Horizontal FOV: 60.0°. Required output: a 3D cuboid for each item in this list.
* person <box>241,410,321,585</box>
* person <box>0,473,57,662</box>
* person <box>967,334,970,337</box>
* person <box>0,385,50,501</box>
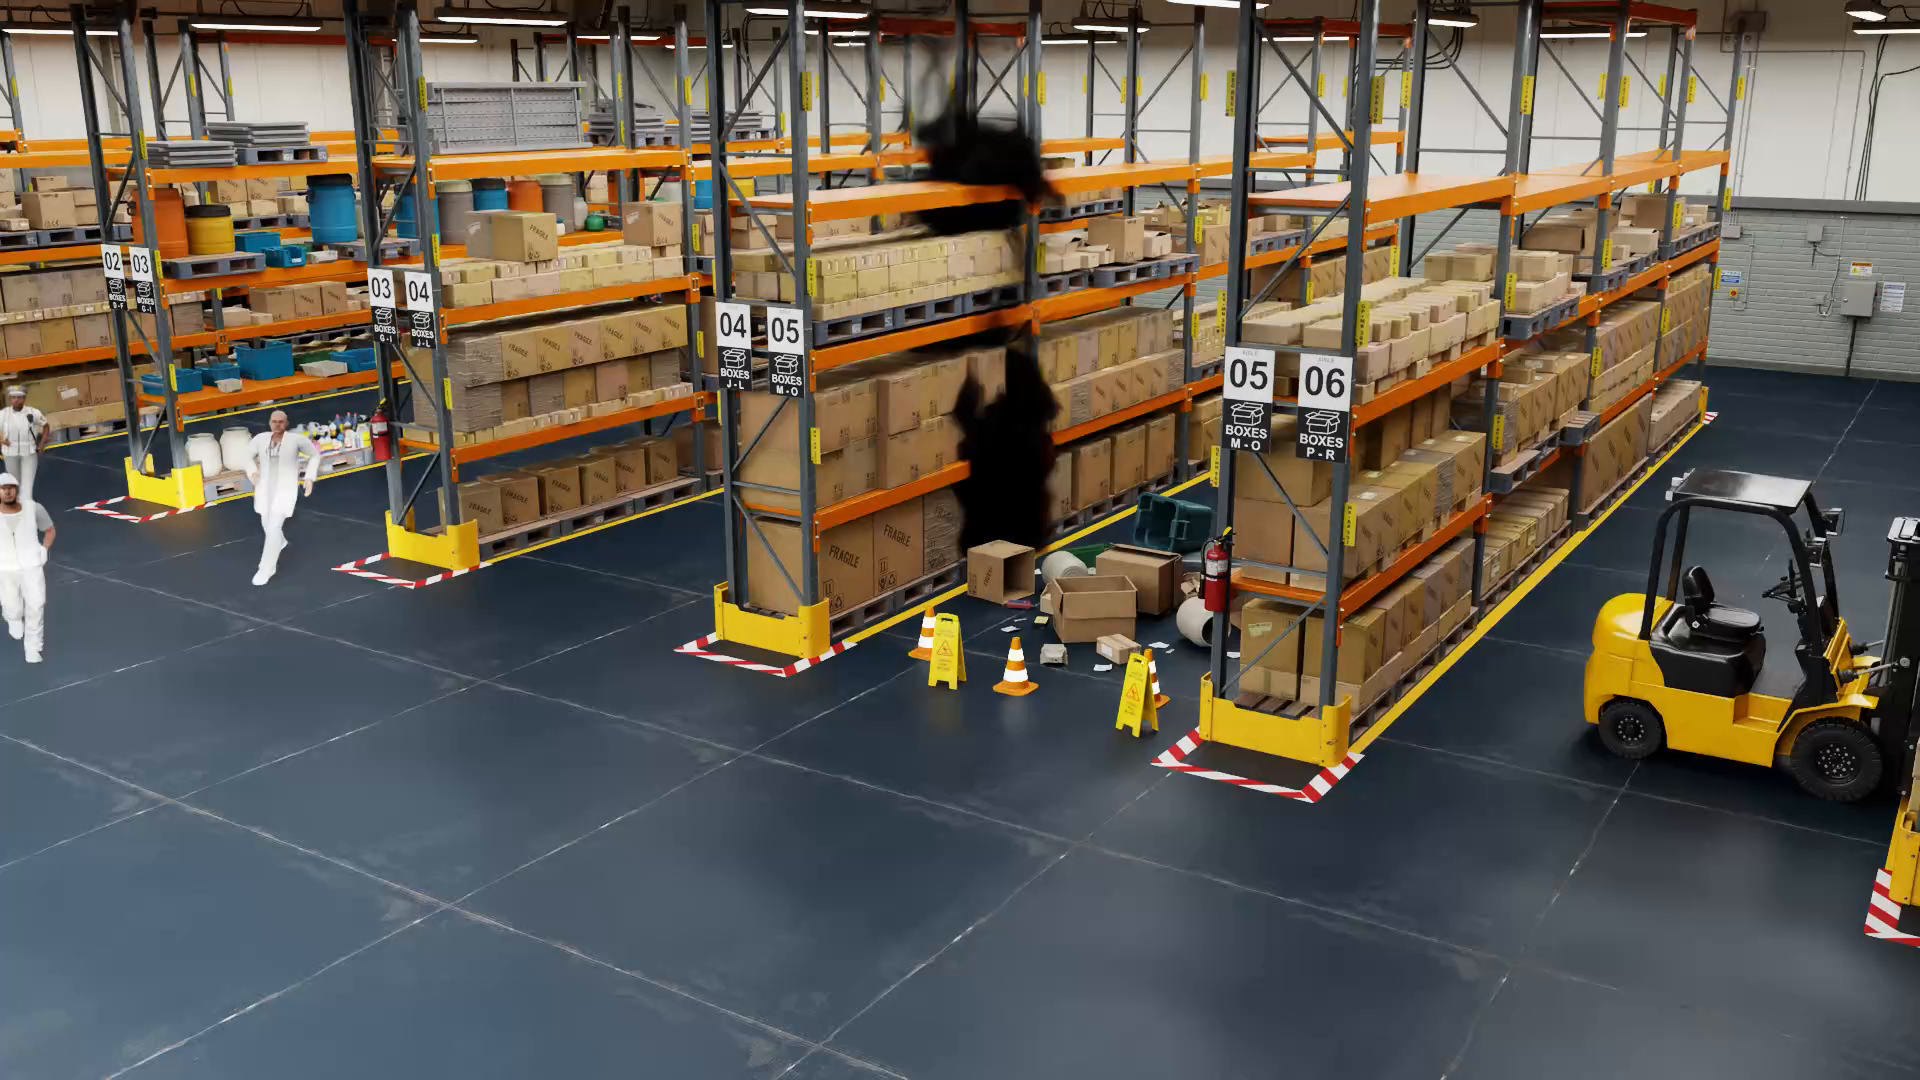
[{"bbox_3d":[-7.248,-0.500,17.702,0.762,1.772,1.020,0,16,2],"label":"person"},{"bbox_3d":[-8.571,0.237,15.147,0.686,1.735,0.577,-10,18,-31],"label":"person"},{"bbox_3d":[0.001,-1.943,21.870,0.669,1.768,0.811,9,18,29],"label":"person"},{"bbox_3d":[-11.055,-0.997,19.616,0.611,1.699,0.883,-6,17,-20],"label":"person"}]
